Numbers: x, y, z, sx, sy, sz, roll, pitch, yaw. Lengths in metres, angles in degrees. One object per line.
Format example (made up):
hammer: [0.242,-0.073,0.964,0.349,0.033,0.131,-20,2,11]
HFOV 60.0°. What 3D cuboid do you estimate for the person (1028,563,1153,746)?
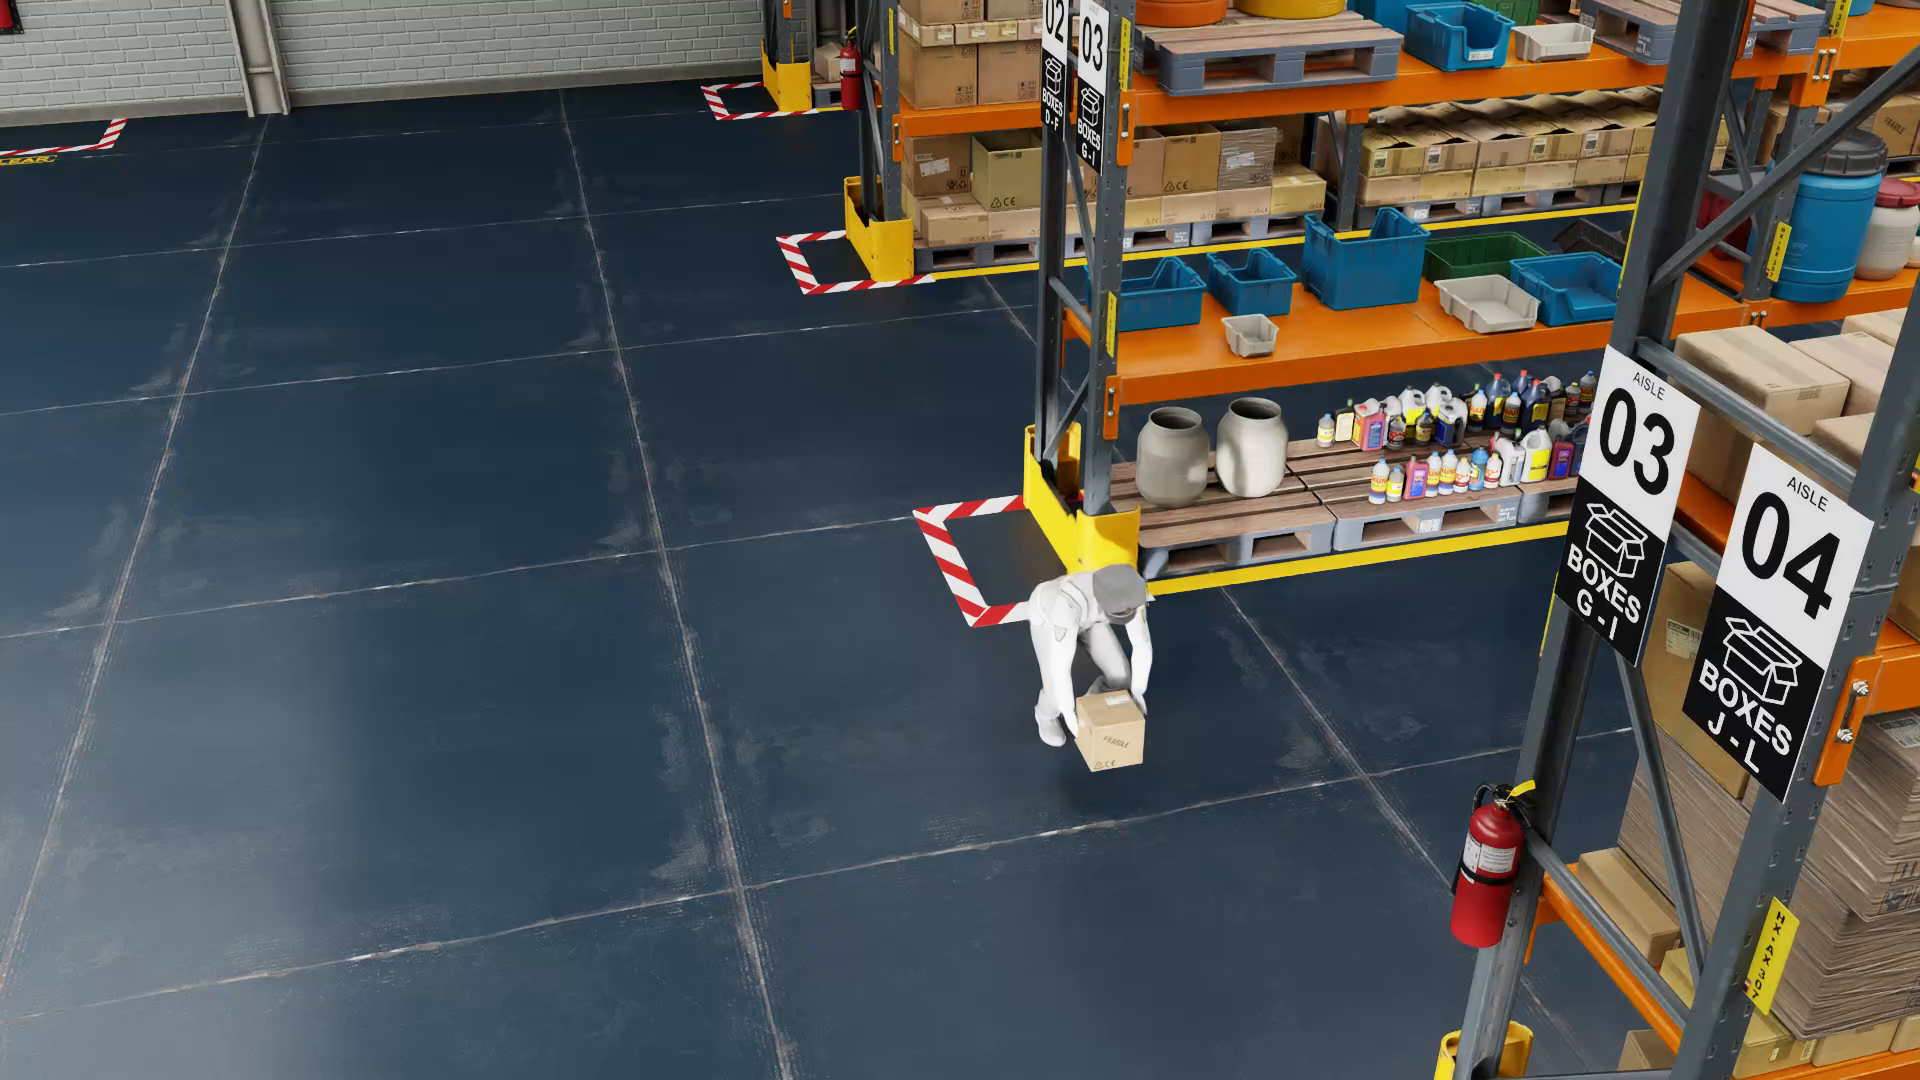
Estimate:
person: [0.624,0.499,7.930,0.512,1.116,0.808,-8,31,-13]
